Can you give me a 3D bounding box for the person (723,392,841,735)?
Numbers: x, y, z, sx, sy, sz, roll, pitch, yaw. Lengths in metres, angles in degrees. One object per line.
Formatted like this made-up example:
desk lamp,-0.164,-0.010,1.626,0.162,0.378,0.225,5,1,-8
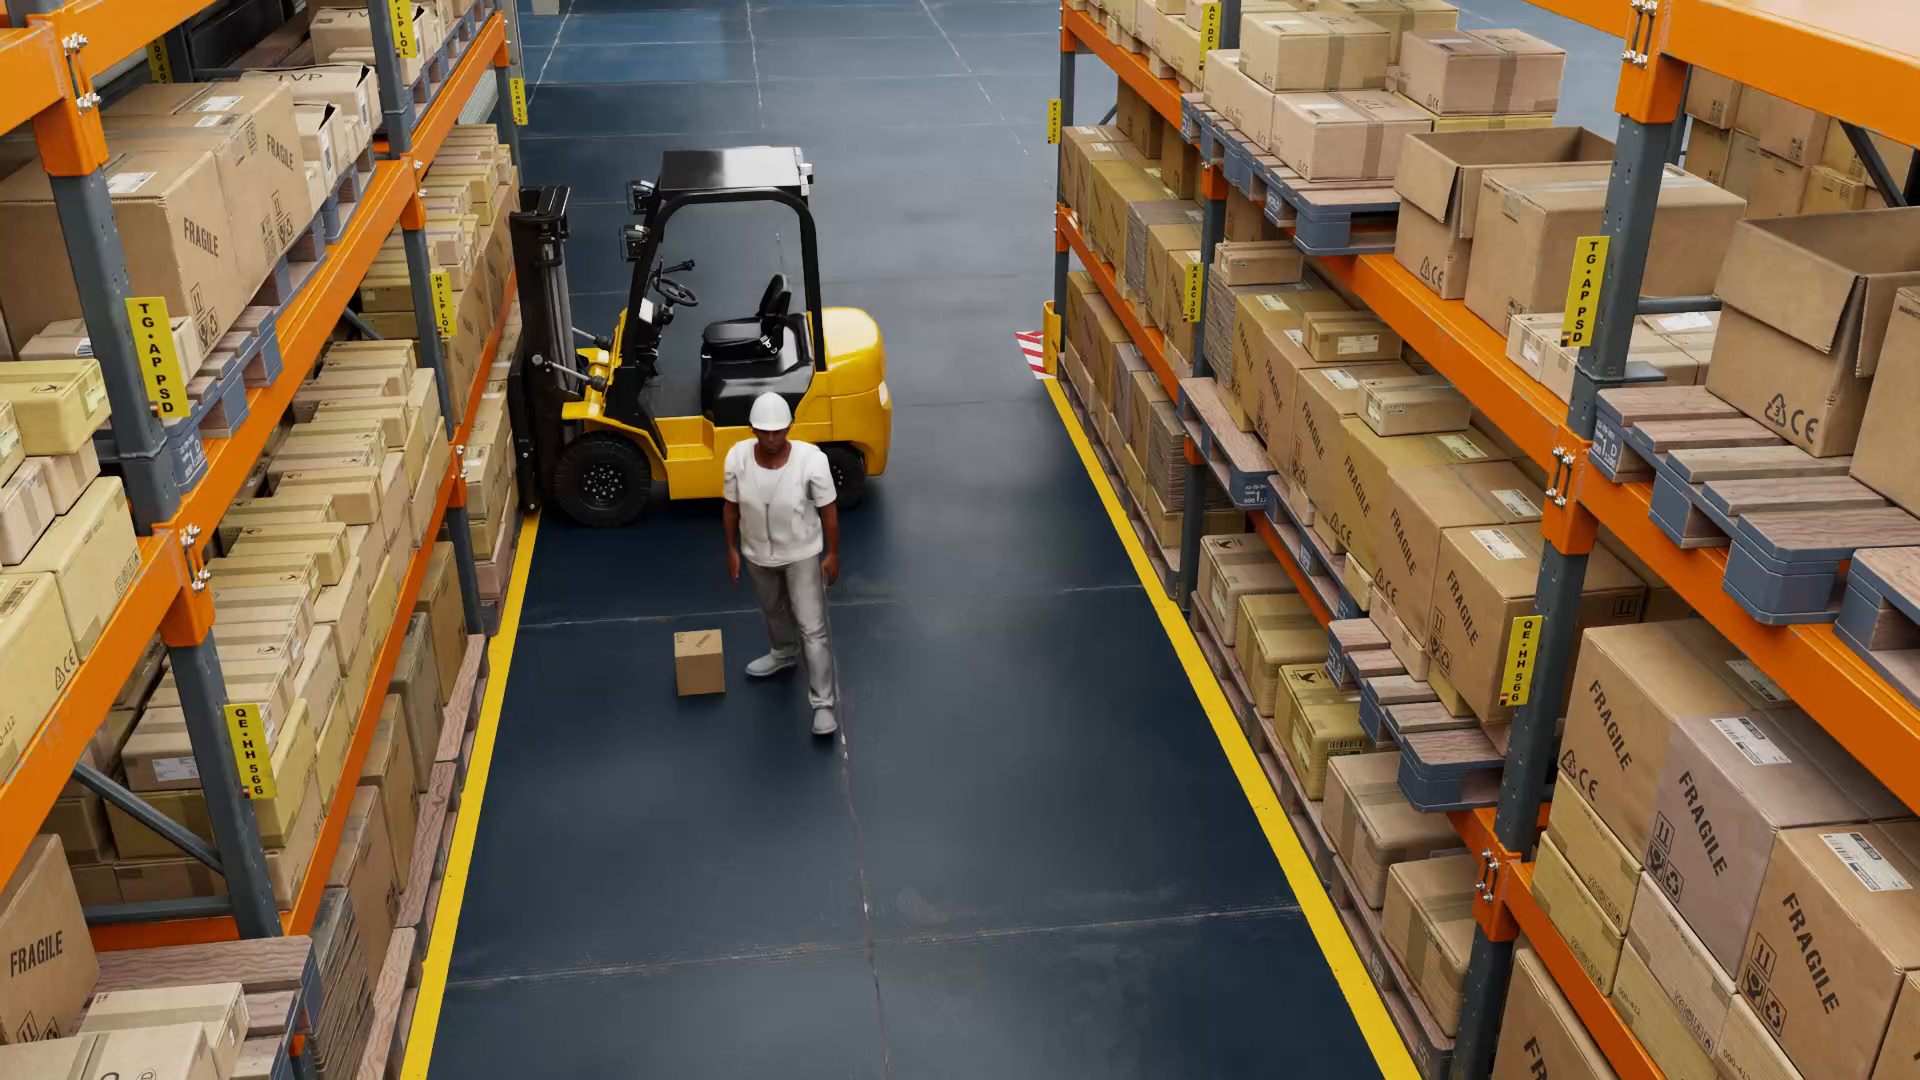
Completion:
person,-0.879,0.083,8.403,0.687,1.729,0.827,6,28,12
